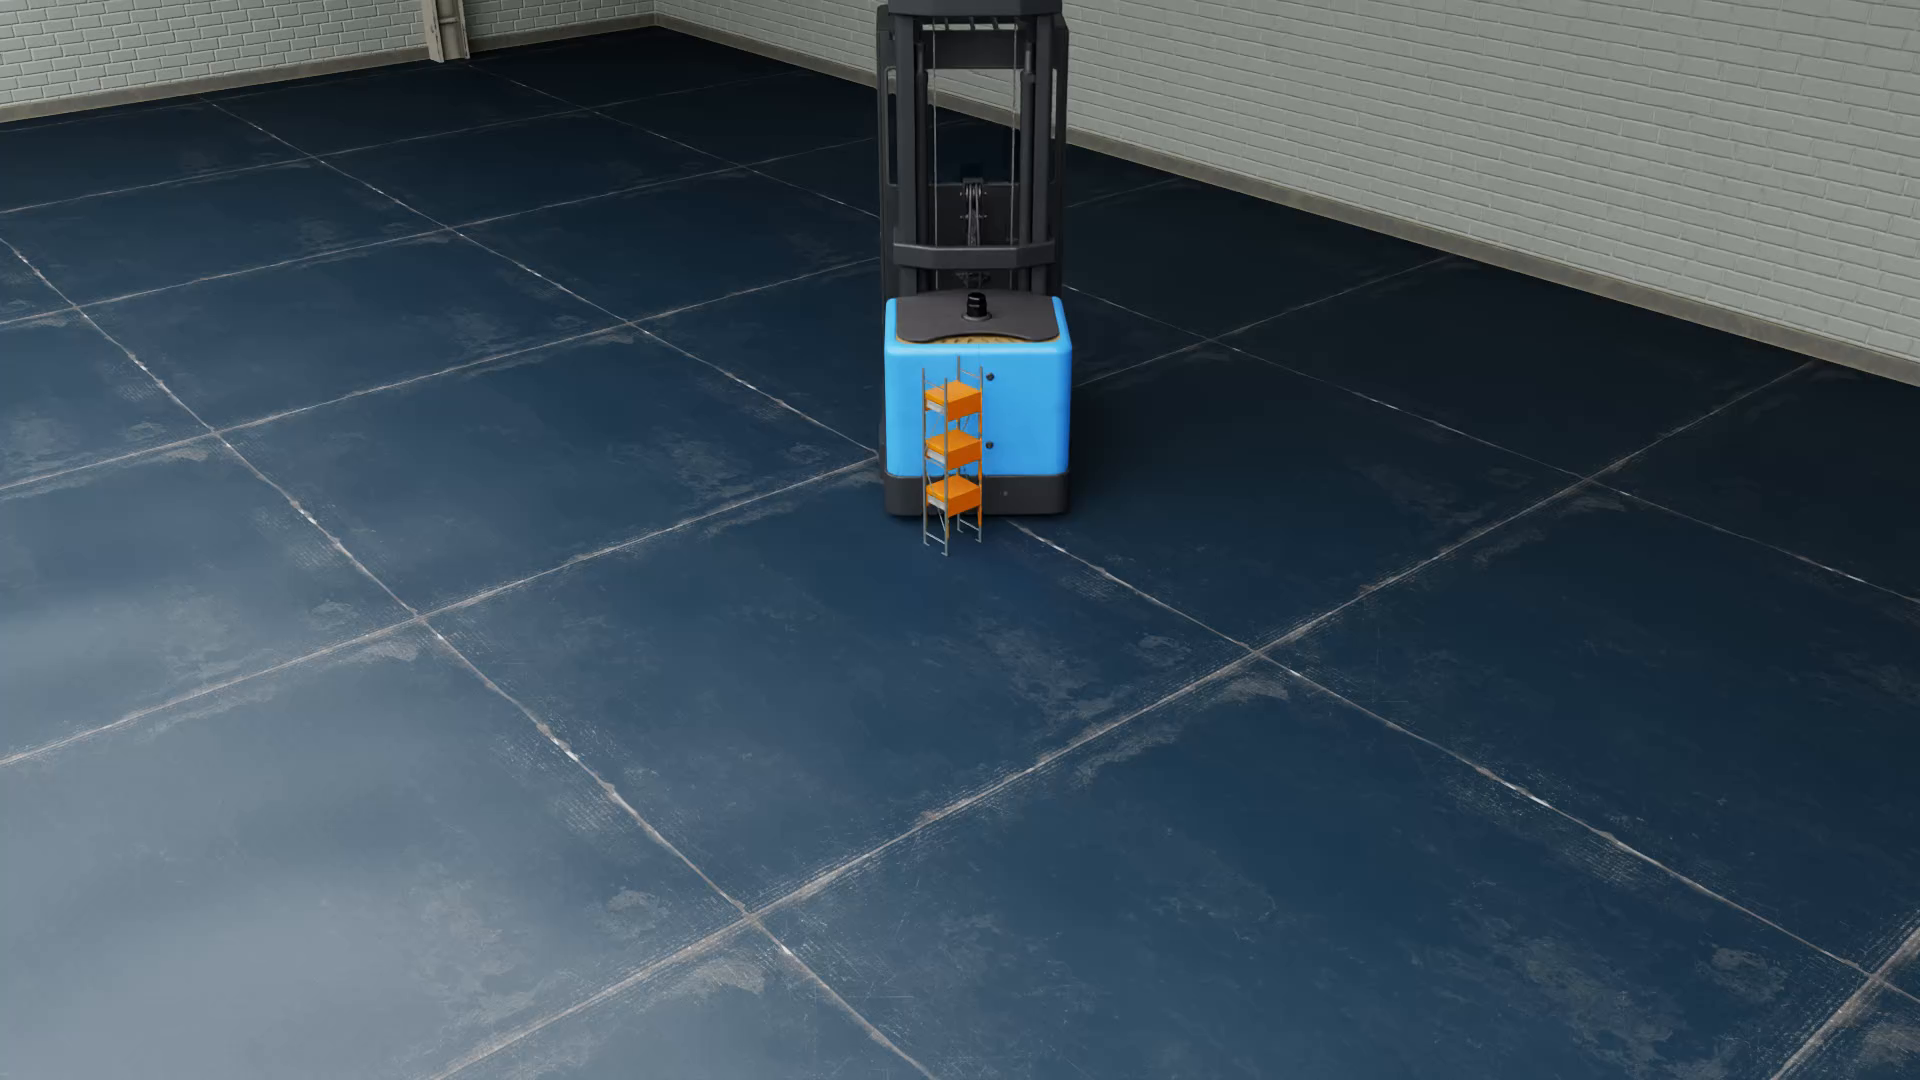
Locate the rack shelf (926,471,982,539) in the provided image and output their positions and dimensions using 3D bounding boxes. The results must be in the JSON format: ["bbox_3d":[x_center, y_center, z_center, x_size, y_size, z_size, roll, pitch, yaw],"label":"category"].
[{"bbox_3d":[-0.041,-0.192,9.108,0.240,0.259,0.215,-22,35,-35],"label":"rack shelf"}]

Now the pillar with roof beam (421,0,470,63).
[{"bbox_3d":[-3.406,-8.280,15.196,0.400,9.000,9.100,-22,35,-35],"label":"pillar with roof beam"}]

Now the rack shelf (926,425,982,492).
[{"bbox_3d":[-0.041,-0.437,8.977,0.240,0.259,0.215,-22,35,-35],"label":"rack shelf"}]

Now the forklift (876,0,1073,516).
[{"bbox_3d":[0.062,-2.085,10.042,1.130,2.935,3.031,-1,28,-1],"label":"forklift"}]

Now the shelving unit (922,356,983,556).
[{"bbox_3d":[-0.041,-0.447,8.972,0.252,1.050,0.215,-22,35,-35],"label":"shelving unit"}]

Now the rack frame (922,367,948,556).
[{"bbox_3d":[-0.134,-0.409,8.902,0.008,1.050,0.200,-22,35,-35],"label":"rack frame"}]

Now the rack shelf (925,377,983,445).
[{"bbox_3d":[-0.041,-0.688,8.843,0.240,0.259,0.215,-22,35,-35],"label":"rack shelf"}]

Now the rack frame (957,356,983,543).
[{"bbox_3d":[0.052,-0.484,9.042,0.008,1.050,0.200,-22,35,-35],"label":"rack frame"}]
